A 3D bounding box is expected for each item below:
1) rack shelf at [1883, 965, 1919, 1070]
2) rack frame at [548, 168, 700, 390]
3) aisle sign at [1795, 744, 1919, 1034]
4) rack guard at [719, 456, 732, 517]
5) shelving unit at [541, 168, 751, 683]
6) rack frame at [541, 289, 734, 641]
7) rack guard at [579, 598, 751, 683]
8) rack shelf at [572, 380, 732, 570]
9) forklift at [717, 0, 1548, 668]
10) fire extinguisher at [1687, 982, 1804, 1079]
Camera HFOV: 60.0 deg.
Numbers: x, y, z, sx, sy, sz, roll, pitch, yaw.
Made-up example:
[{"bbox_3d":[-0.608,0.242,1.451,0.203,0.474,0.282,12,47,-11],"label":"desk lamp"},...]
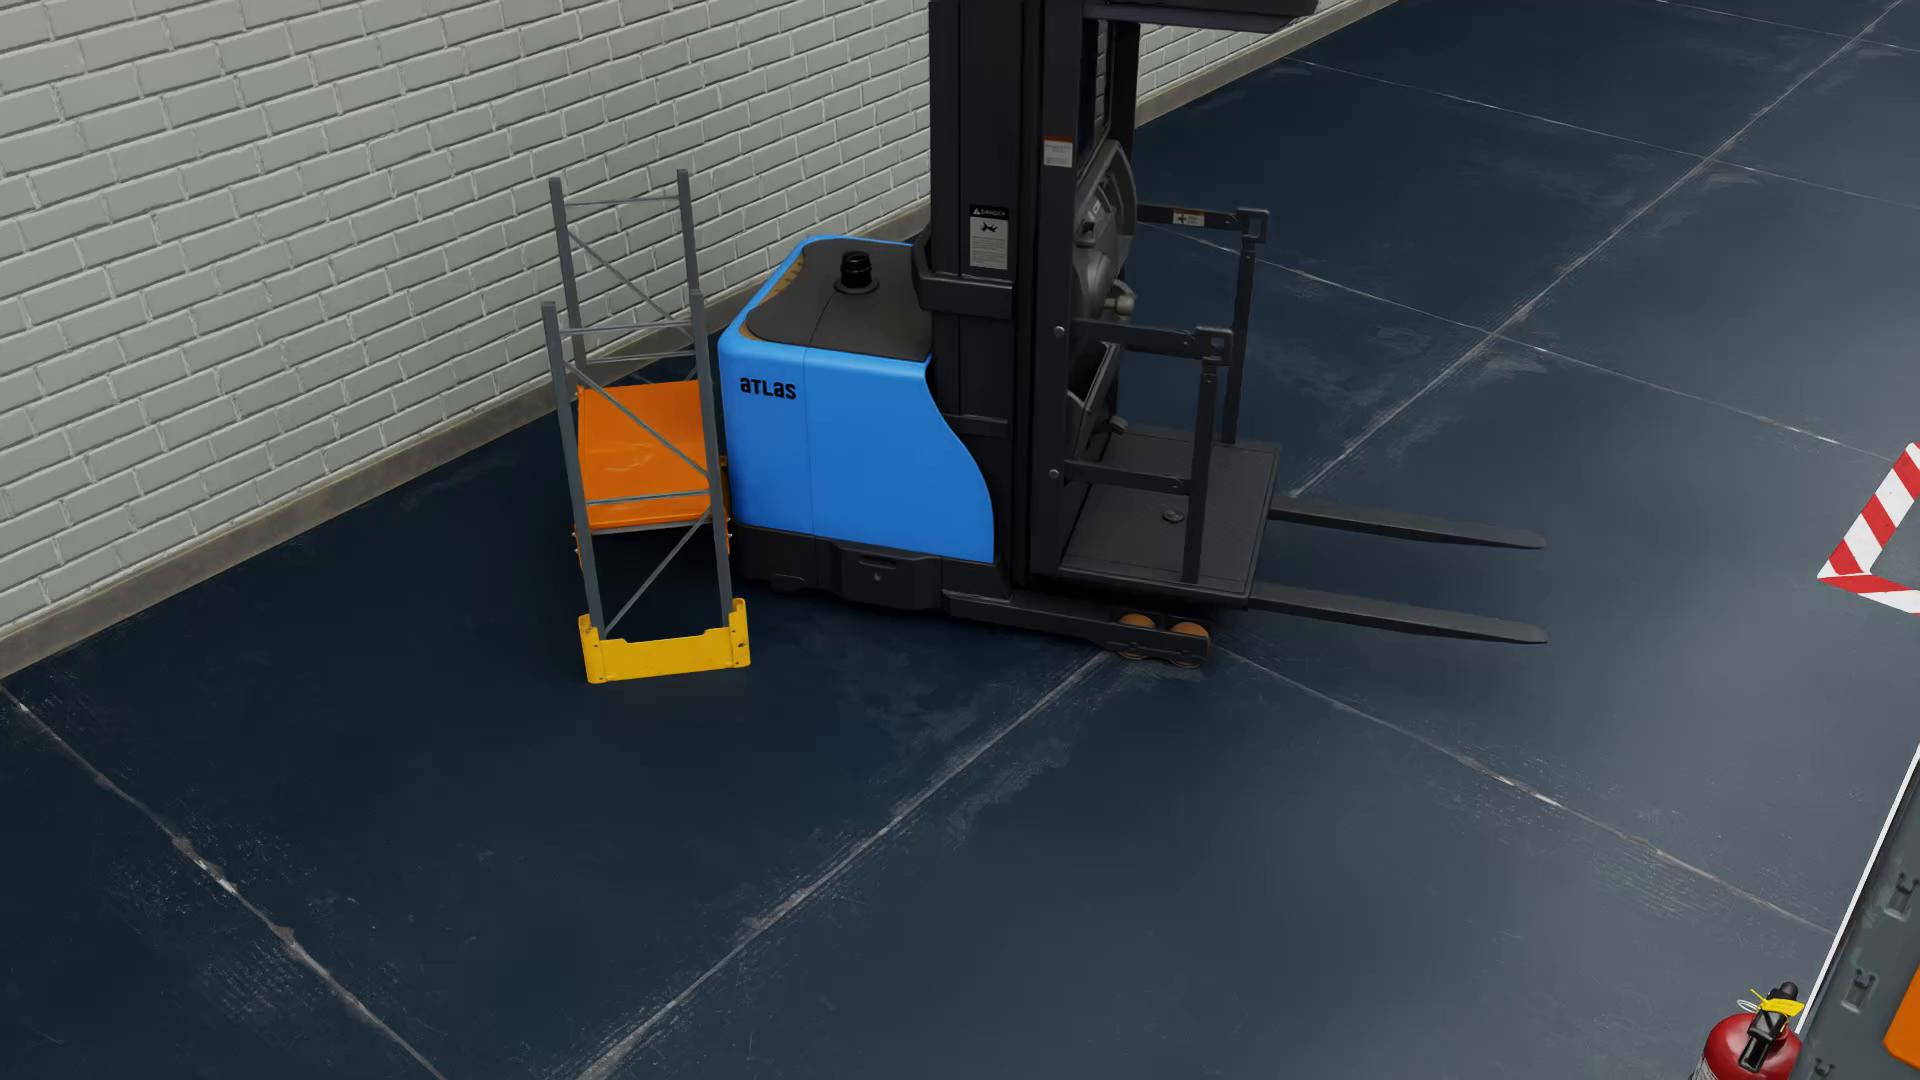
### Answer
[{"bbox_3d":[2.787,0.860,0.833,4.000,0.370,1.077,25,42,32],"label":"rack shelf"},{"bbox_3d":[-1.238,-0.707,6.455,0.500,1.500,0.032,-6,35,-8],"label":"rack frame"},{"bbox_3d":[1.004,0.107,1.648,0.004,0.787,0.394,25,42,32],"label":"aisle sign"},{"bbox_3d":[-1.238,-0.191,6.808,0.587,0.250,0.087,-6,35,-8],"label":"rack guard"},{"bbox_3d":[-1.149,-0.429,6.050,0.587,1.500,1.083,-6,35,-8],"label":"shelving unit"},{"bbox_3d":[-1.057,-0.141,5.630,0.500,1.500,0.032,-6,35,-8],"label":"rack frame"},{"bbox_3d":[-1.061,0.363,6.000,0.587,0.250,0.087,-6,35,-8],"label":"rack guard"},{"bbox_3d":[-1.148,-0.276,6.145,0.538,0.185,1.000,-6,35,-8],"label":"rack shelf"},{"bbox_3d":[0.692,-1.076,5.727,3.031,2.935,1.130,9,35,13],"label":"forklift"},{"bbox_3d":[1.425,1.009,3.029,0.183,0.674,0.296,25,42,32],"label":"fire extinguisher"}]
